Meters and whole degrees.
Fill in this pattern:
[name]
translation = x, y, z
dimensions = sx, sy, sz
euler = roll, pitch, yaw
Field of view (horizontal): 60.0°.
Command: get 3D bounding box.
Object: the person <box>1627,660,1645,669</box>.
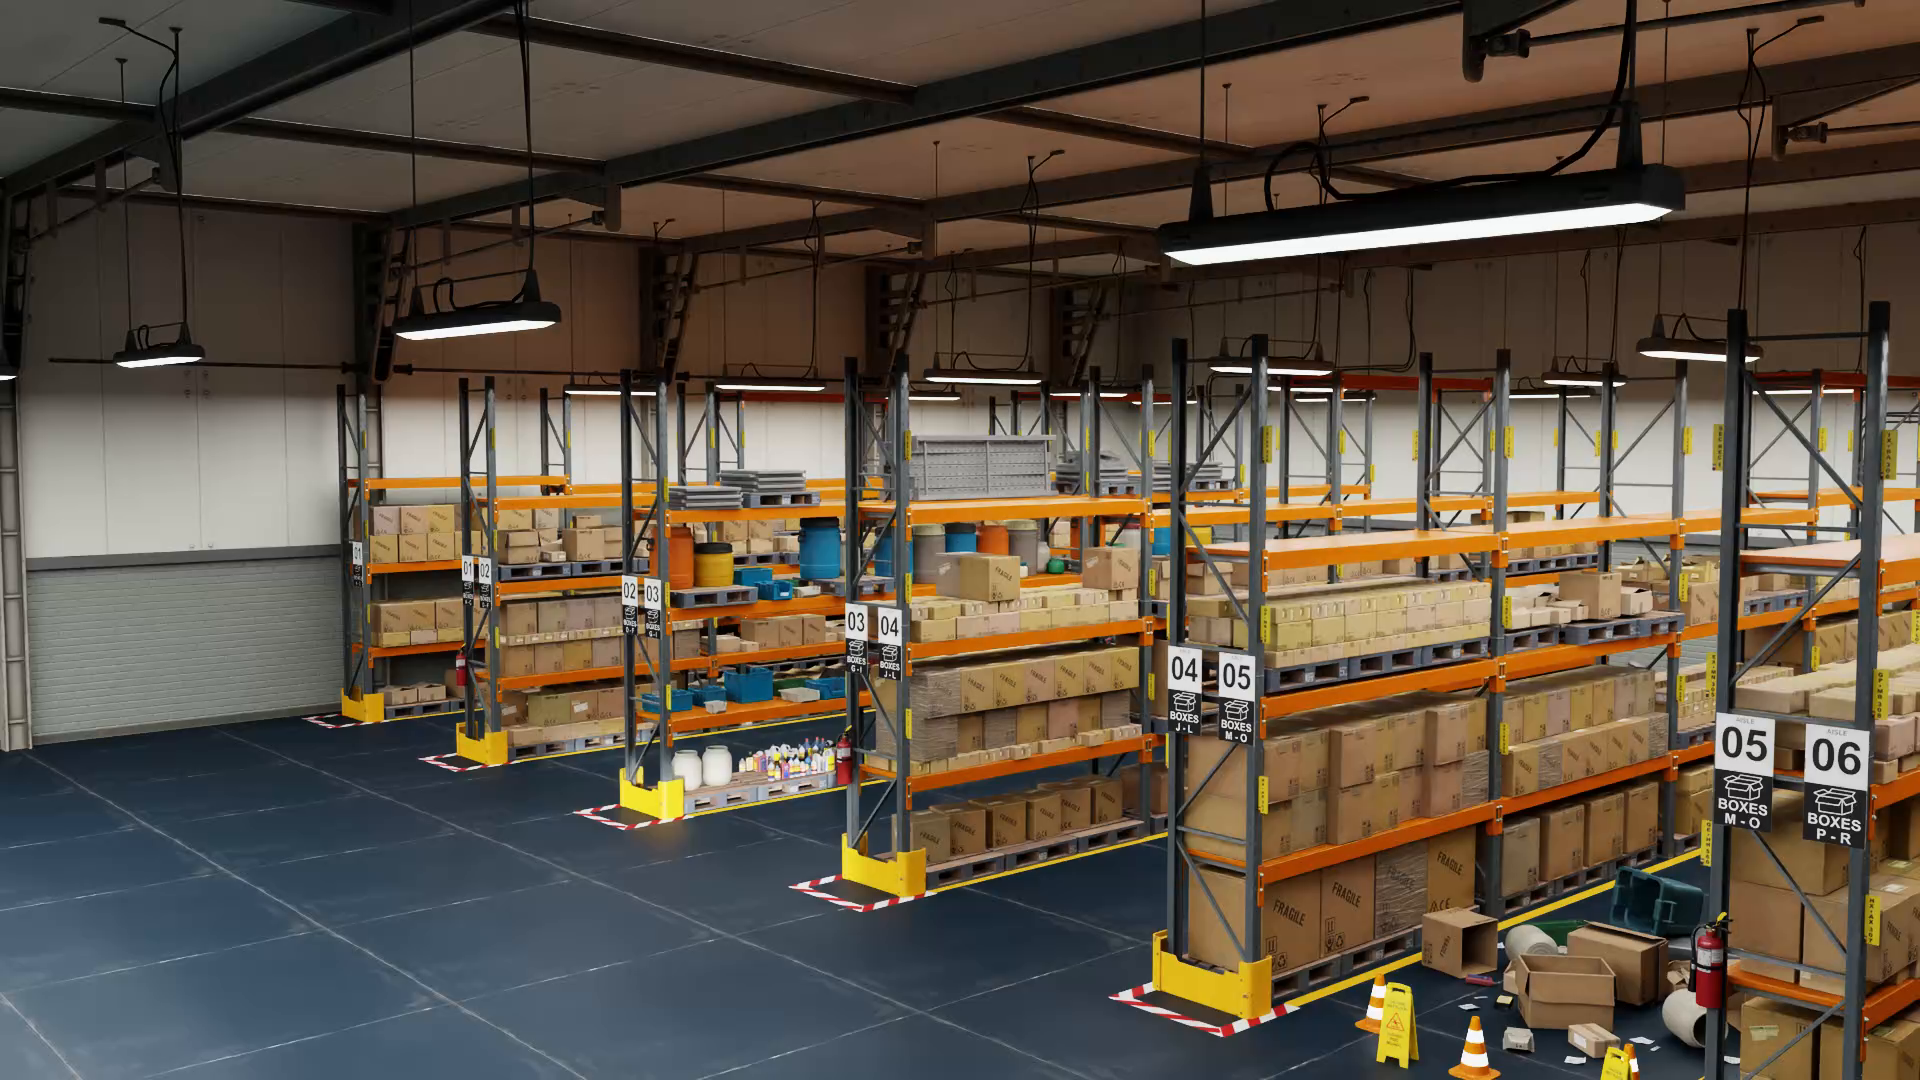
[person]
translation = 10.106, 2.668, 25.263
dimensions = 0.557, 1.686, 0.499
euler = 0, 4, 1
